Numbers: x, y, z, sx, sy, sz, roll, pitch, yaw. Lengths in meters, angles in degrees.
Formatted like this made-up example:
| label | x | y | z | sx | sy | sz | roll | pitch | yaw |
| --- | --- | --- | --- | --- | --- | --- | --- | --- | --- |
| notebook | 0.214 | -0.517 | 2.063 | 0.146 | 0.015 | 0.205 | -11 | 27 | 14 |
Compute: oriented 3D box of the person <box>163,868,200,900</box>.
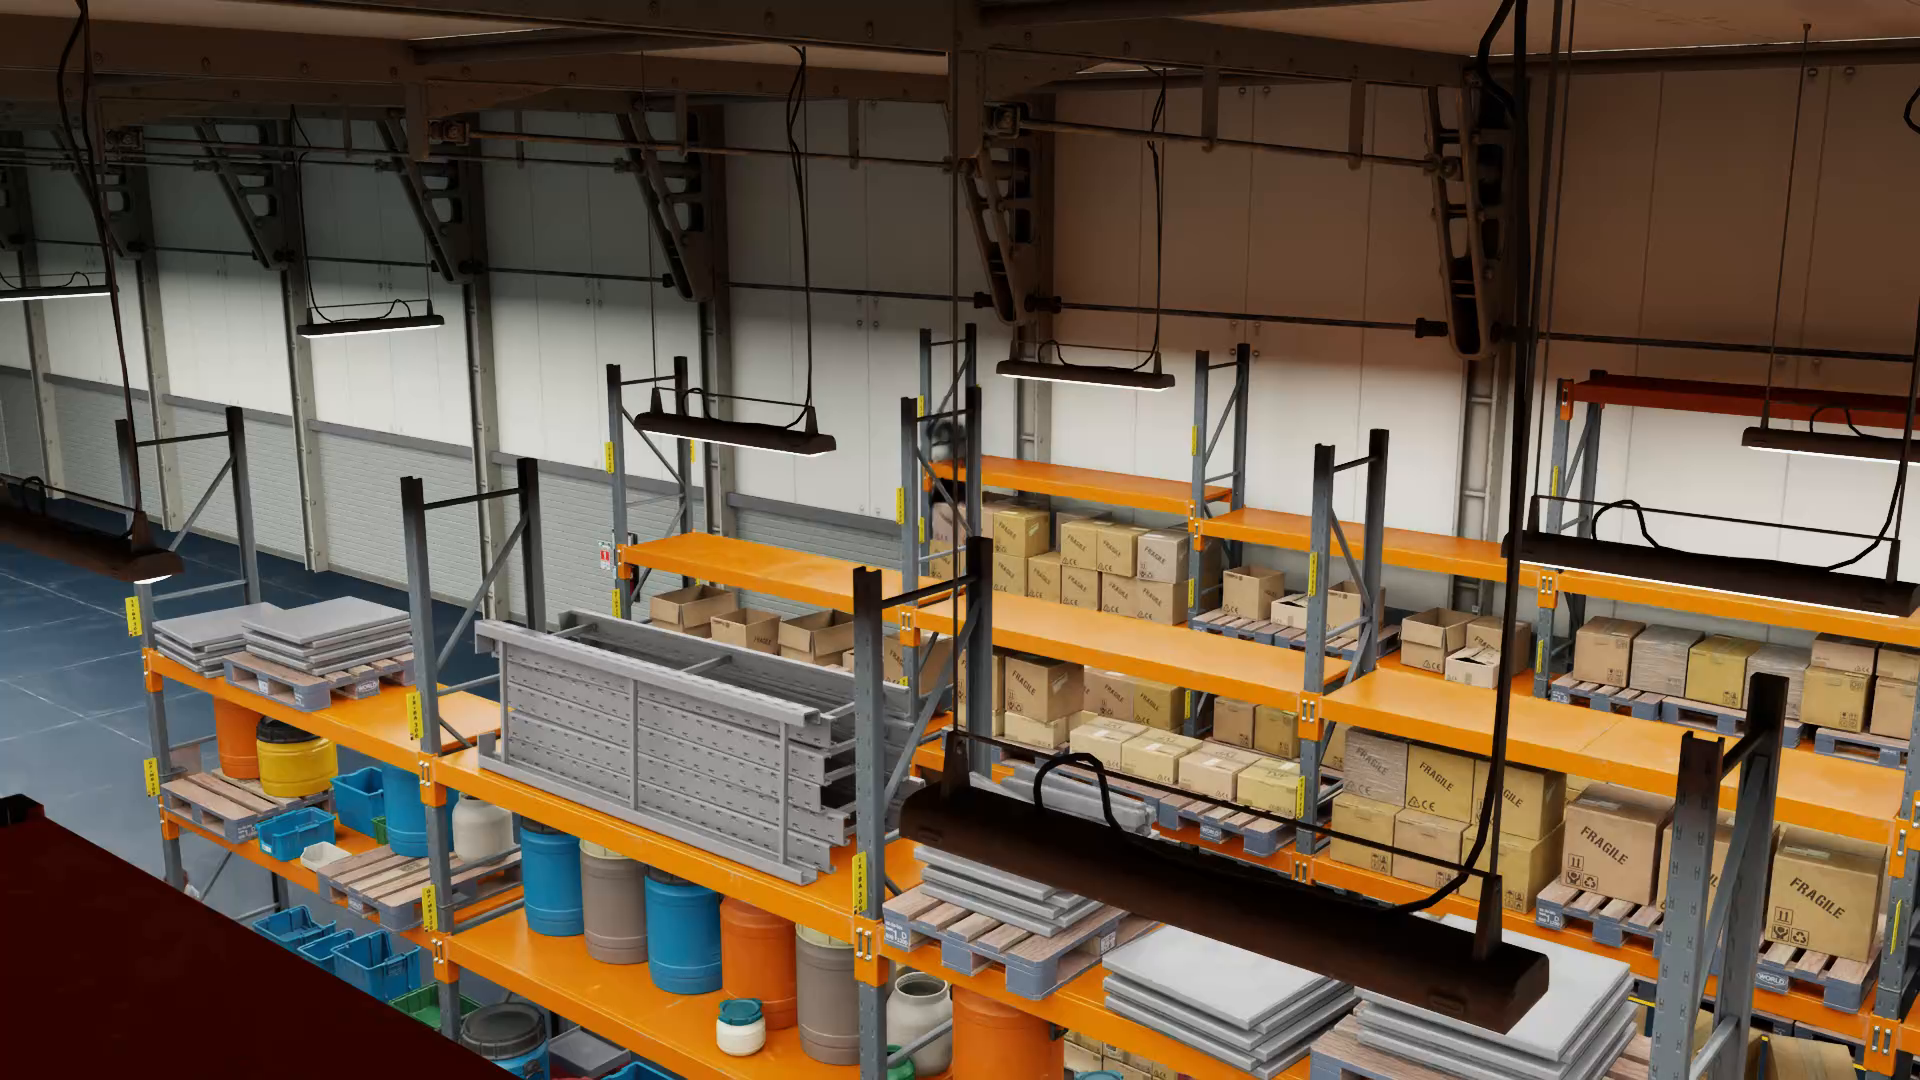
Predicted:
| label | x | y | z | sx | sy | sz | roll | pitch | yaw |
| --- | --- | --- | --- | --- | --- | --- | --- | --- | --- |
| person | -7.400 | 3.825 | 15.841 | 0.489 | 1.549 | 0.592 | -5 | 14 | -22 |

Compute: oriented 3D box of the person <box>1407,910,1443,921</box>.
| label | x | y | z | sx | sy | sz | roll | pitch | yaw |
| --- | --- | --- | --- | --- | --- | --- | --- | --- | --- |
| person | 4.296 | 3.763 | 15.639 | 0.607 | 1.724 | 0.692 | 7 | 14 | 29 |
